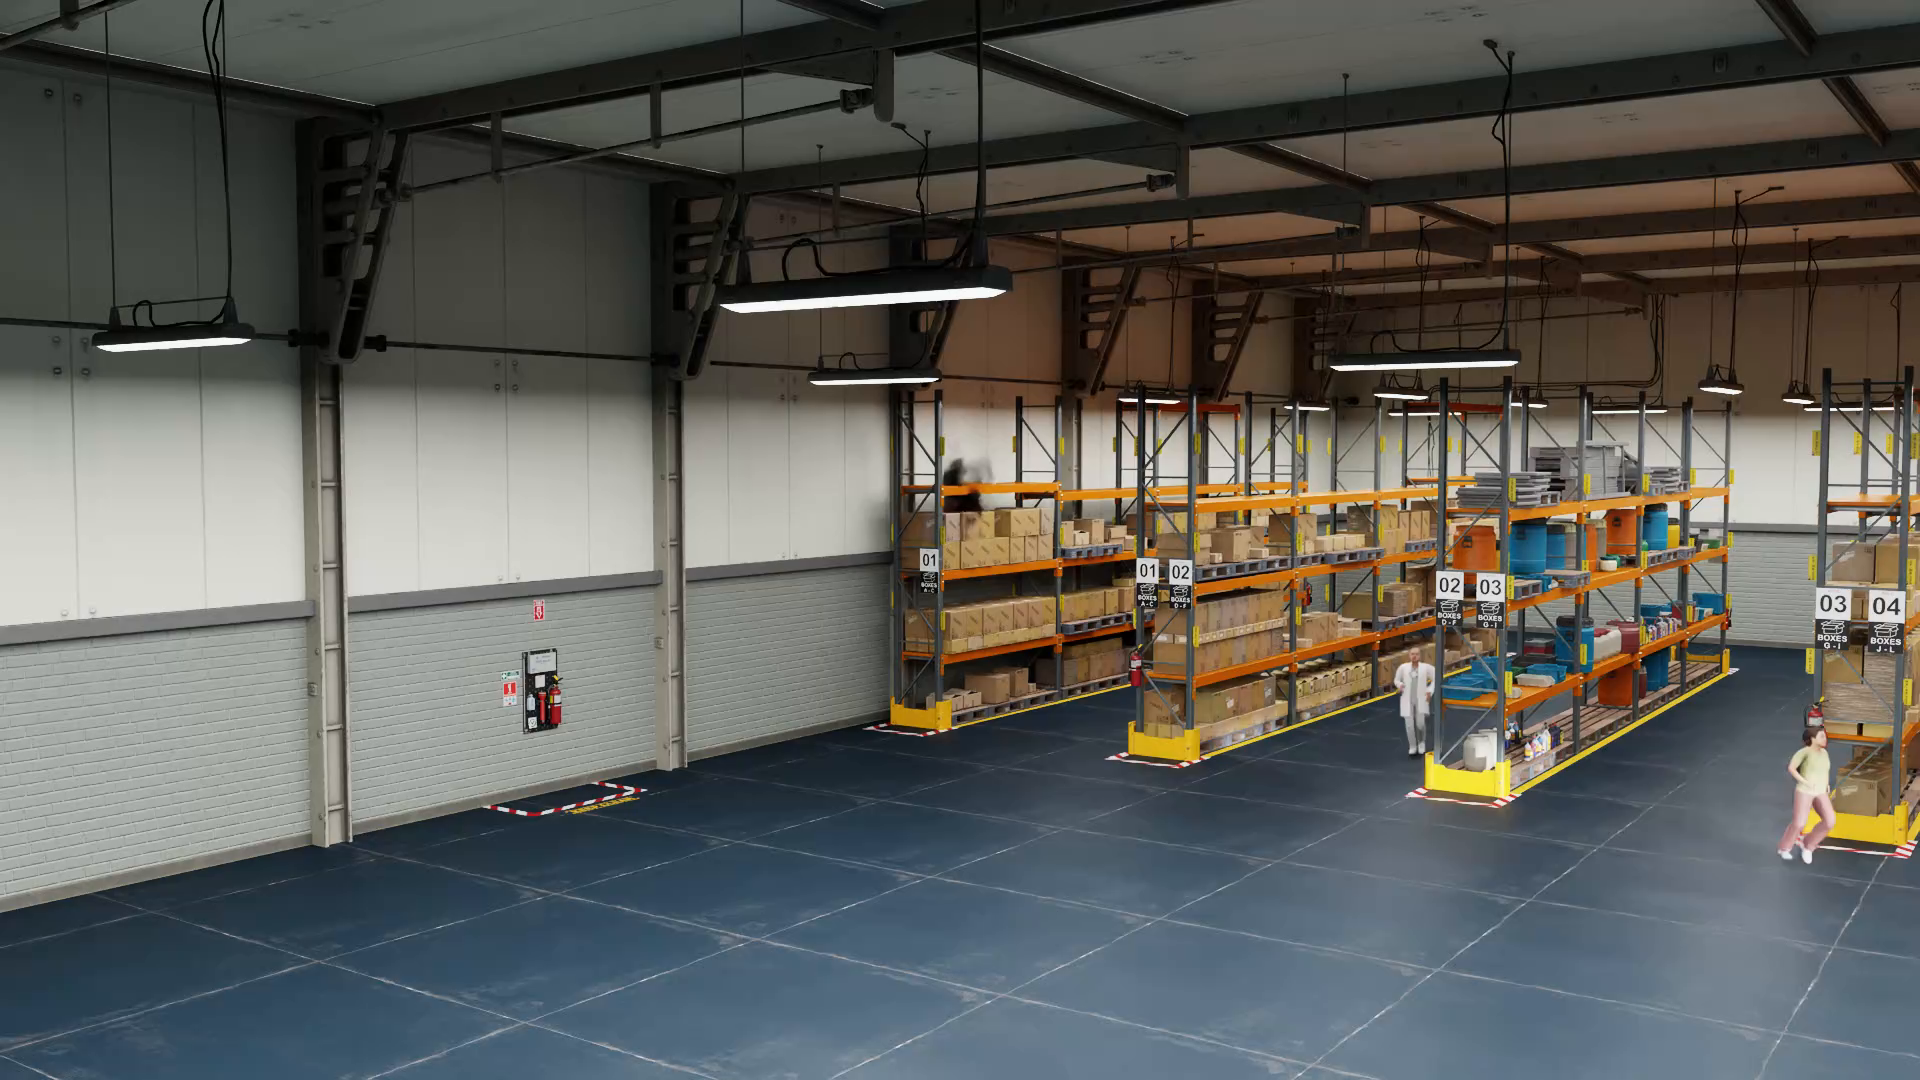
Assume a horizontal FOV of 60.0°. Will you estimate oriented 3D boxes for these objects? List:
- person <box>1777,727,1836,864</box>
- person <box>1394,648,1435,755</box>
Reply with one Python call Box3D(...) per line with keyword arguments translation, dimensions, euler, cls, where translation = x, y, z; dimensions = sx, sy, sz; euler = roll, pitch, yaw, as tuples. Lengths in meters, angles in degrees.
Box3D(translation=(10.269, 3.057, 20.012), dimensions=(0.638, 1.632, 0.636), euler=(-1, 3, -11), cls="person")
Box3D(translation=(7.336, 2.613, 26.827), dimensions=(0.698, 1.731, 0.634), euler=(1, 3, 22), cls="person")
